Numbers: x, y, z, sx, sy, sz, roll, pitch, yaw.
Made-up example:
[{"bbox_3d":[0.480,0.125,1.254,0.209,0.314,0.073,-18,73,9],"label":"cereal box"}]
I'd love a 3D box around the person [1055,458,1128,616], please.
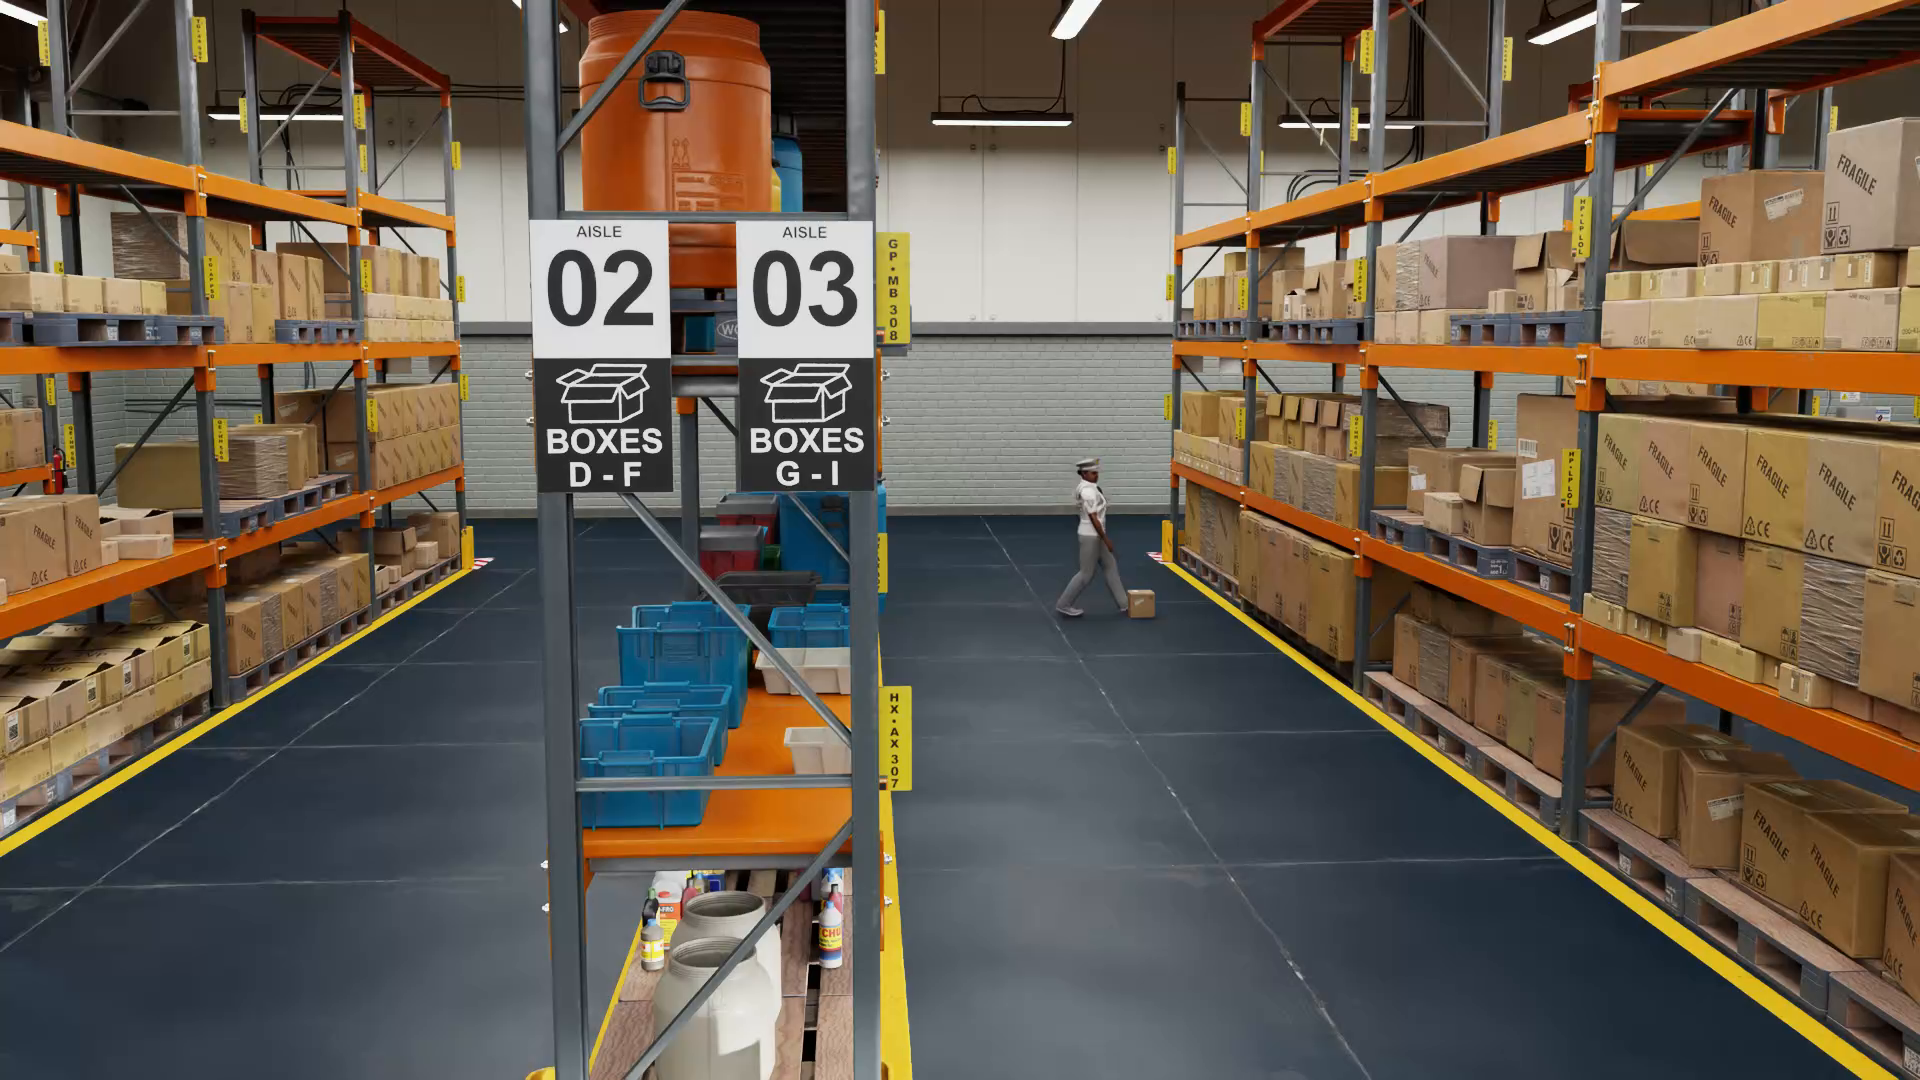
[{"bbox_3d":[1.451,-0.035,17.054,0.935,1.622,0.474,1,7,5],"label":"person"}]
